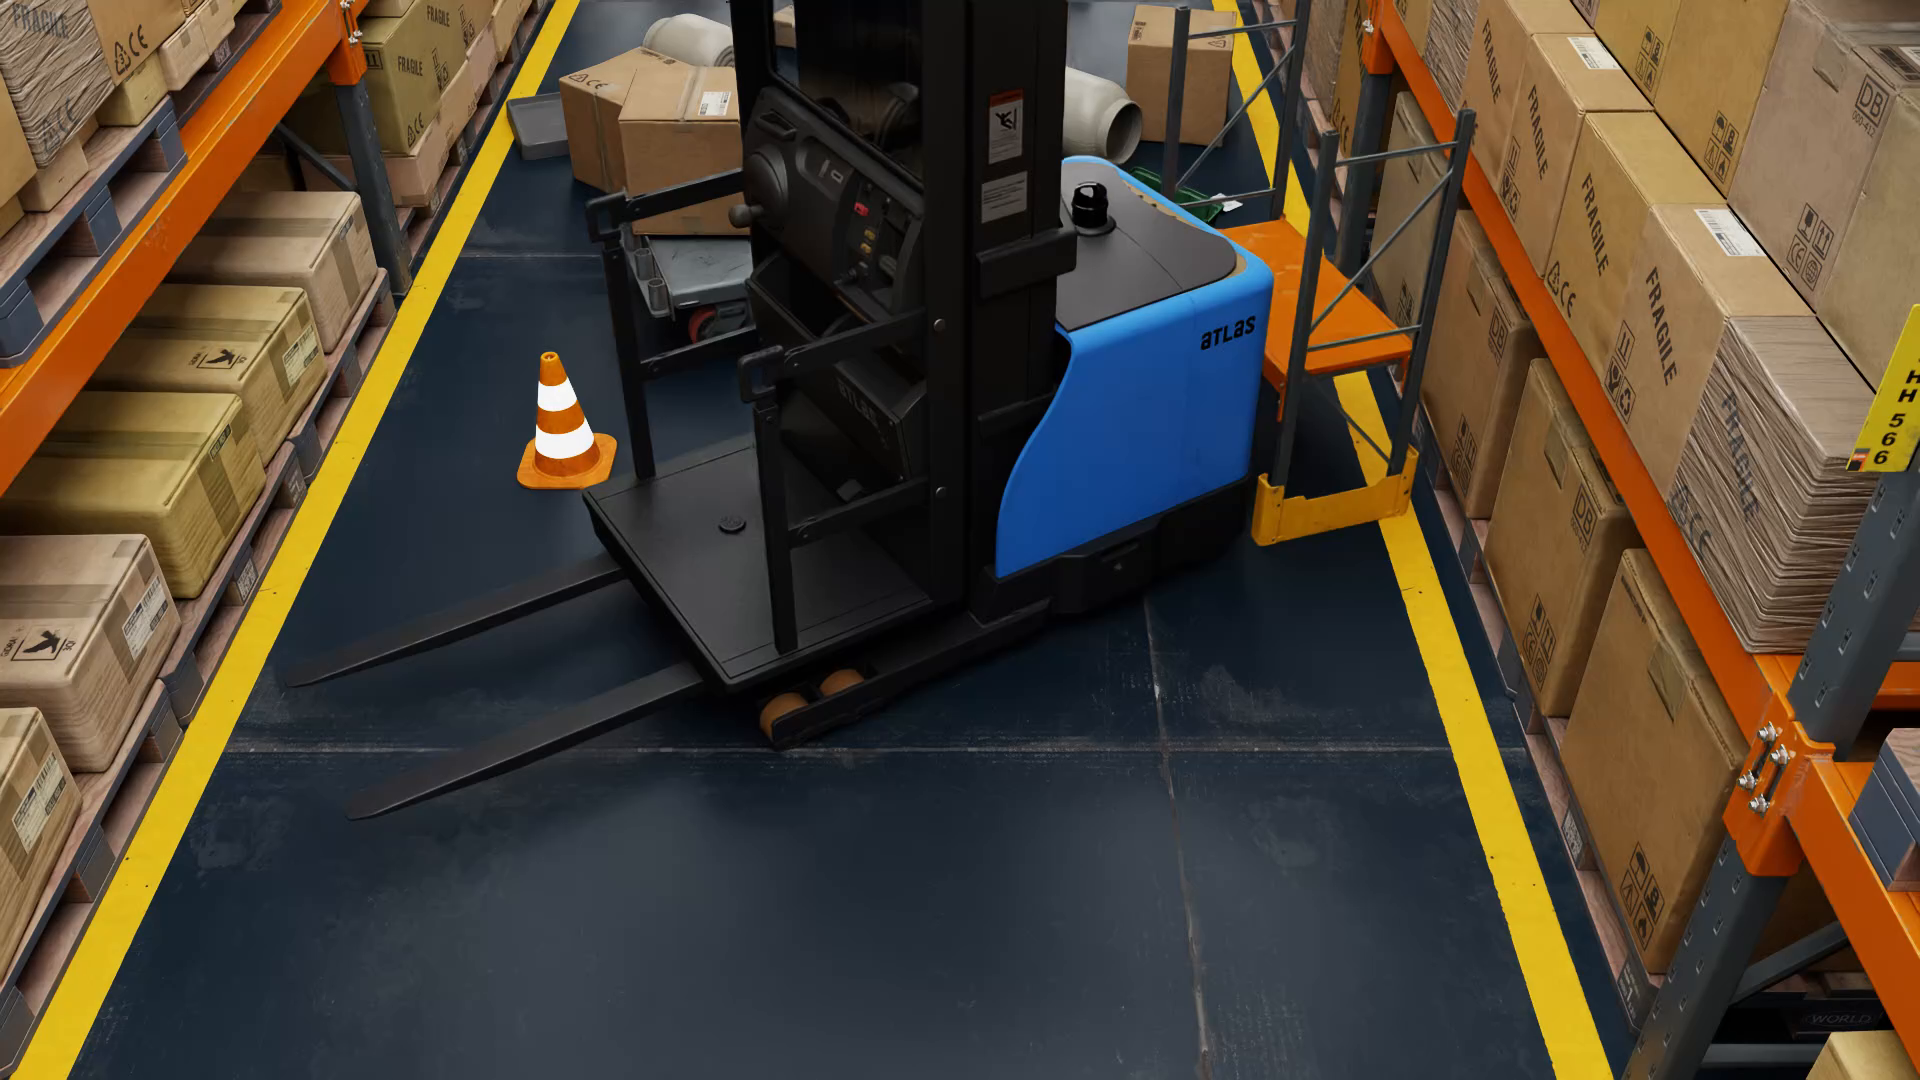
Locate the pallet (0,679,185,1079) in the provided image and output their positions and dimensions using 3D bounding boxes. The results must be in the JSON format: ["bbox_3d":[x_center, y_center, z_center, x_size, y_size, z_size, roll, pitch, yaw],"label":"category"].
[{"bbox_3d":[-2.836,0.871,4.495,1.003,0.211,1.213,0,39,0],"label":"pallet"}]

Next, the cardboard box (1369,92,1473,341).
[{"bbox_3d":[2.200,-1.195,6.305,1.050,0.750,0.750,0,39,0],"label":"cardboard box"}]

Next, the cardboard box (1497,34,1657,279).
[{"bbox_3d":[1.840,-1.061,4.595,0.500,0.500,0.500,1,39,1],"label":"cardboard box"}]

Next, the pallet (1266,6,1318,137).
[{"bbox_3d":[2.182,-2.449,8.637,1.003,0.211,1.213,0,39,0],"label":"pallet"}]

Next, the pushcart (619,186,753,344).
[{"bbox_3d":[-0.561,-1.240,6.995,1.648,0.377,0.936,-13,40,-16],"label":"pushcart"}]

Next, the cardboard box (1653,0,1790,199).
[{"bbox_3d":[2.118,-1.143,3.898,0.700,0.500,0.500,-1,39,-1],"label":"cardboard box"}]

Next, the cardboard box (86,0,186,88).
[{"bbox_3d":[-2.614,-1.628,4.729,0.500,0.500,0.500,1,39,1],"label":"cardboard box"}]

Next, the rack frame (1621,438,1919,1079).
[{"bbox_3d":[2.117,0.205,3.096,0.949,2.616,0.053,0,39,0],"label":"rack frame"}]

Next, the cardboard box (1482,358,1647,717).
[{"bbox_3d":[2.199,-0.009,4.826,1.050,0.750,0.750,1,39,1],"label":"cardboard box"}]

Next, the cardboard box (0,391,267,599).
[{"bbox_3d":[-2.831,-0.156,5.312,0.950,0.372,0.625,1,39,1],"label":"cardboard box"}]

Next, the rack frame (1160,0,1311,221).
[{"bbox_3d":[0.965,-1.246,6.106,0.500,1.500,0.032,-12,40,-15],"label":"rack frame"}]

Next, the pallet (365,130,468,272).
[{"bbox_3d":[-2.877,-1.562,7.530,1.003,0.211,1.213,0,39,0],"label":"pallet"}]

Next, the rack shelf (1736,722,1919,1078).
[{"bbox_3d":[2.116,1.736,1.760,1.077,0.370,4.000,0,39,0],"label":"rack shelf"}]

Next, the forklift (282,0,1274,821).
[{"bbox_3d":[-0.539,-0.900,4.529,3.031,2.935,1.130,-22,43,-25],"label":"forklift"}]

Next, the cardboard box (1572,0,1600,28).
[{"bbox_3d":[2.118,-1.778,4.690,0.700,0.500,0.500,0,39,0],"label":"cardboard box"}]

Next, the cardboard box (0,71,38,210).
[{"bbox_3d":[-2.620,-0.987,3.930,0.500,0.500,0.500,1,39,1],"label":"cardboard box"}]

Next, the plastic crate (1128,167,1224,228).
[{"bbox_3d":[0.799,-1.330,7.213,0.450,0.188,0.662,27,45,16],"label":"plastic crate"}]

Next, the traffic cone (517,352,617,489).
[{"bbox_3d":[-1.439,-0.466,5.961,0.336,0.463,0.334,0,39,0],"label":"traffic cone"}]

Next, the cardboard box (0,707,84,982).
[{"bbox_3d":[-2.827,0.780,4.144,0.950,0.372,0.625,-2,39,-3],"label":"cardboard box"}]

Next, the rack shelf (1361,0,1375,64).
[{"bbox_3d":[2.107,-3.267,8.003,1.077,0.370,4.000,0,39,0],"label":"rack shelf"}]

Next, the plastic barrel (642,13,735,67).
[{"bbox_3d":[-1.329,-2.436,8.451,0.512,0.421,0.421,28,46,30],"label":"plastic barrel"}]

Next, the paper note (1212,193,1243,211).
[{"bbox_3d":[1.203,-1.558,7.670,0.147,0.020,0.142,-28,46,-30],"label":"paper note"}]

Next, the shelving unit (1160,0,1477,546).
[{"bbox_3d":[1.133,-0.940,5.724,0.587,1.500,1.083,-12,40,-15],"label":"shelving unit"}]

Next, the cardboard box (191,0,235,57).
[{"bbox_3d":[-2.545,-1.648,5.273,0.380,0.149,0.250,-1,39,-1],"label":"cardboard box"}]

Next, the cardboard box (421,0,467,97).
[{"bbox_3d":[-2.584,-2.318,7.507,0.500,0.500,0.500,1,39,2],"label":"cardboard box"}]

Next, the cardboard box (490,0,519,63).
[{"bbox_3d":[-2.577,-2.666,8.541,0.500,0.250,0.500,-1,39,-2],"label":"cardboard box"}]

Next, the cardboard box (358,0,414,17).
[{"bbox_3d":[-2.512,-2.314,6.984,0.380,0.149,0.250,0,39,1],"label":"cardboard box"}]

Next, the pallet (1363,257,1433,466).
[{"bbox_3d":[2.185,-0.726,6.487,1.003,0.211,1.213,0,39,0],"label":"pallet"}]

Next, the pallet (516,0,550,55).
[{"bbox_3d":[-2.880,-3.088,9.434,1.003,0.211,1.213,0,39,0],"label":"pallet"}]

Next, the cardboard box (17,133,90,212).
[{"bbox_3d":[-2.604,-1.009,4.475,0.380,0.149,0.250,1,39,1],"label":"cardboard box"}]

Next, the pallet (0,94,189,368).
[{"bbox_3d":[-2.879,-0.892,4.617,1.003,0.211,1.213,0,39,0],"label":"pallet"}]

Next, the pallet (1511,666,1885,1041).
[{"bbox_3d":[2.188,0.800,4.583,1.003,0.211,1.213,0,39,0],"label":"pallet"}]

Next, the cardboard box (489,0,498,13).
[{"bbox_3d":[-2.586,-2.972,8.324,0.500,0.500,0.500,-1,39,-1],"label":"cardboard box"}]

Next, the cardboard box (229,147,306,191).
[{"bbox_3d":[-3.110,-1.691,7.324,0.500,0.250,0.500,2,39,2],"label":"cardboard box"}]

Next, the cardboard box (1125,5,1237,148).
[{"bbox_3d":[1.081,-2.292,8.209,0.500,0.500,0.500,6,39,8],"label":"cardboard box"}]

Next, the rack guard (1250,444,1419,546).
[{"bbox_3d":[1.294,-0.158,5.747,0.587,0.250,0.087,-12,40,-15],"label":"rack guard"}]

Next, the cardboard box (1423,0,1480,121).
[{"bbox_3d":[1.842,-1.691,5.382,0.500,0.500,0.500,0,39,0],"label":"cardboard box"}]

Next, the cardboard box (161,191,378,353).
[{"bbox_3d":[-2.838,-1.041,6.415,0.950,0.372,0.625,0,39,1],"label":"cardboard box"}]

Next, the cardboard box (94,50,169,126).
[{"bbox_3d":[-2.577,-1.336,4.884,0.380,0.149,0.250,0,39,0],"label":"cardboard box"}]

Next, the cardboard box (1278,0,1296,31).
[{"bbox_3d":[2.174,-3.159,8.656,0.875,0.875,0.875,-1,39,-1],"label":"cardboard box"}]

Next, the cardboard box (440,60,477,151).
[{"bbox_3d":[-2.583,-2.024,7.740,0.500,0.250,0.500,2,39,3],"label":"cardboard box"}]

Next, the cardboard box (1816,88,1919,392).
[{"bbox_3d":[2.123,-0.505,3.103,0.700,0.500,0.500,0,39,0],"label":"cardboard box"}]

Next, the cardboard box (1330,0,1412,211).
[{"bbox_3d":[2.178,-2.025,7.241,0.875,0.875,0.875,1,39,1],"label":"cardboard box"}]

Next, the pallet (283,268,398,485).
[{"bbox_3d":[-2.838,-0.655,6.399,1.003,0.211,1.213,0,39,0],"label":"pallet"}]

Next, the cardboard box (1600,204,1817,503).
[{"bbox_3d":[1.845,-0.428,3.805,0.500,0.500,0.500,0,39,0],"label":"cardboard box"}]

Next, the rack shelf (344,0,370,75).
[{"bbox_3d":[-2.843,-3.200,7.920,1.077,0.370,4.000,0,39,0],"label":"rack shelf"}]

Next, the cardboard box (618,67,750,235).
[{"bbox_3d":[-1.061,-1.570,6.704,0.500,0.500,0.500,0,39,0],"label":"cardboard box"}]
